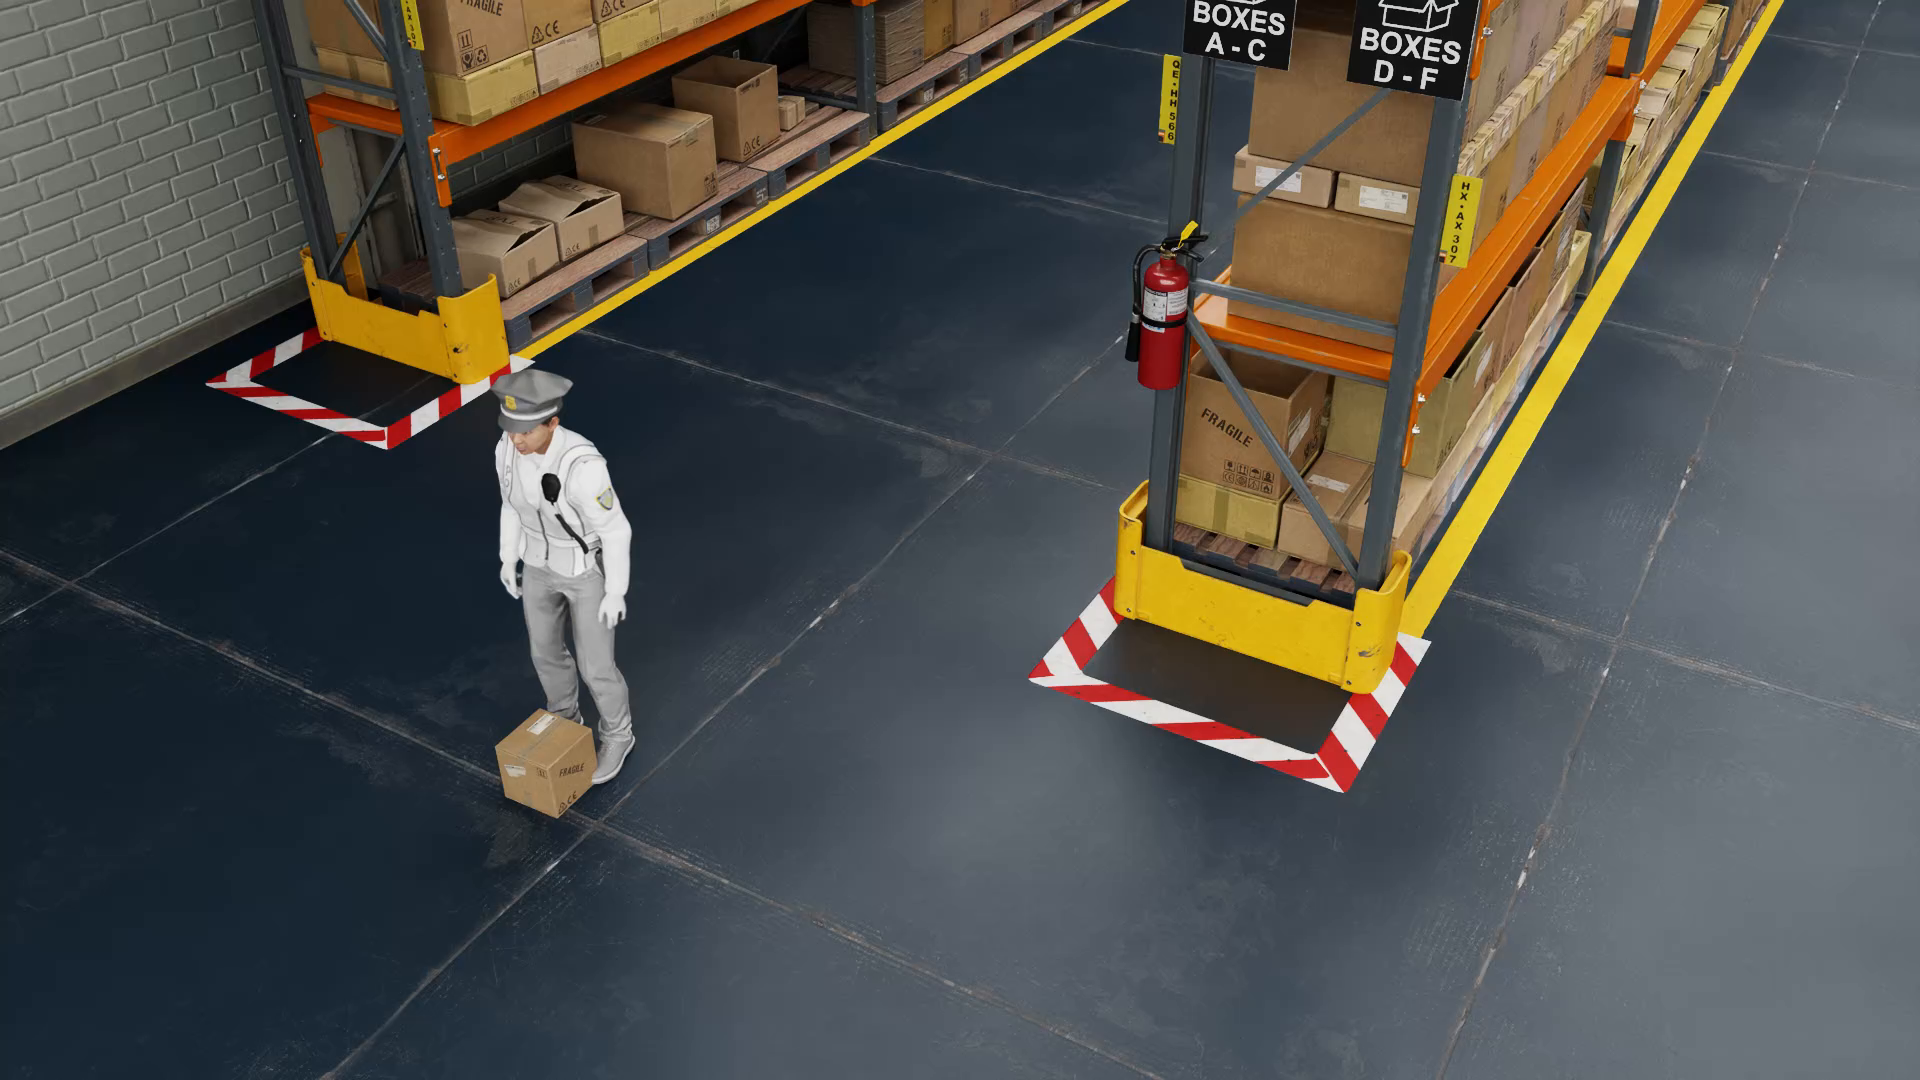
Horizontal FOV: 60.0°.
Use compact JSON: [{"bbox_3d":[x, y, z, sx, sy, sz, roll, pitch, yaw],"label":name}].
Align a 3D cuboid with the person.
[{"bbox_3d":[-1.410,0.126,5.952,0.547,1.666,0.371,16,37,22],"label":"person"}]
